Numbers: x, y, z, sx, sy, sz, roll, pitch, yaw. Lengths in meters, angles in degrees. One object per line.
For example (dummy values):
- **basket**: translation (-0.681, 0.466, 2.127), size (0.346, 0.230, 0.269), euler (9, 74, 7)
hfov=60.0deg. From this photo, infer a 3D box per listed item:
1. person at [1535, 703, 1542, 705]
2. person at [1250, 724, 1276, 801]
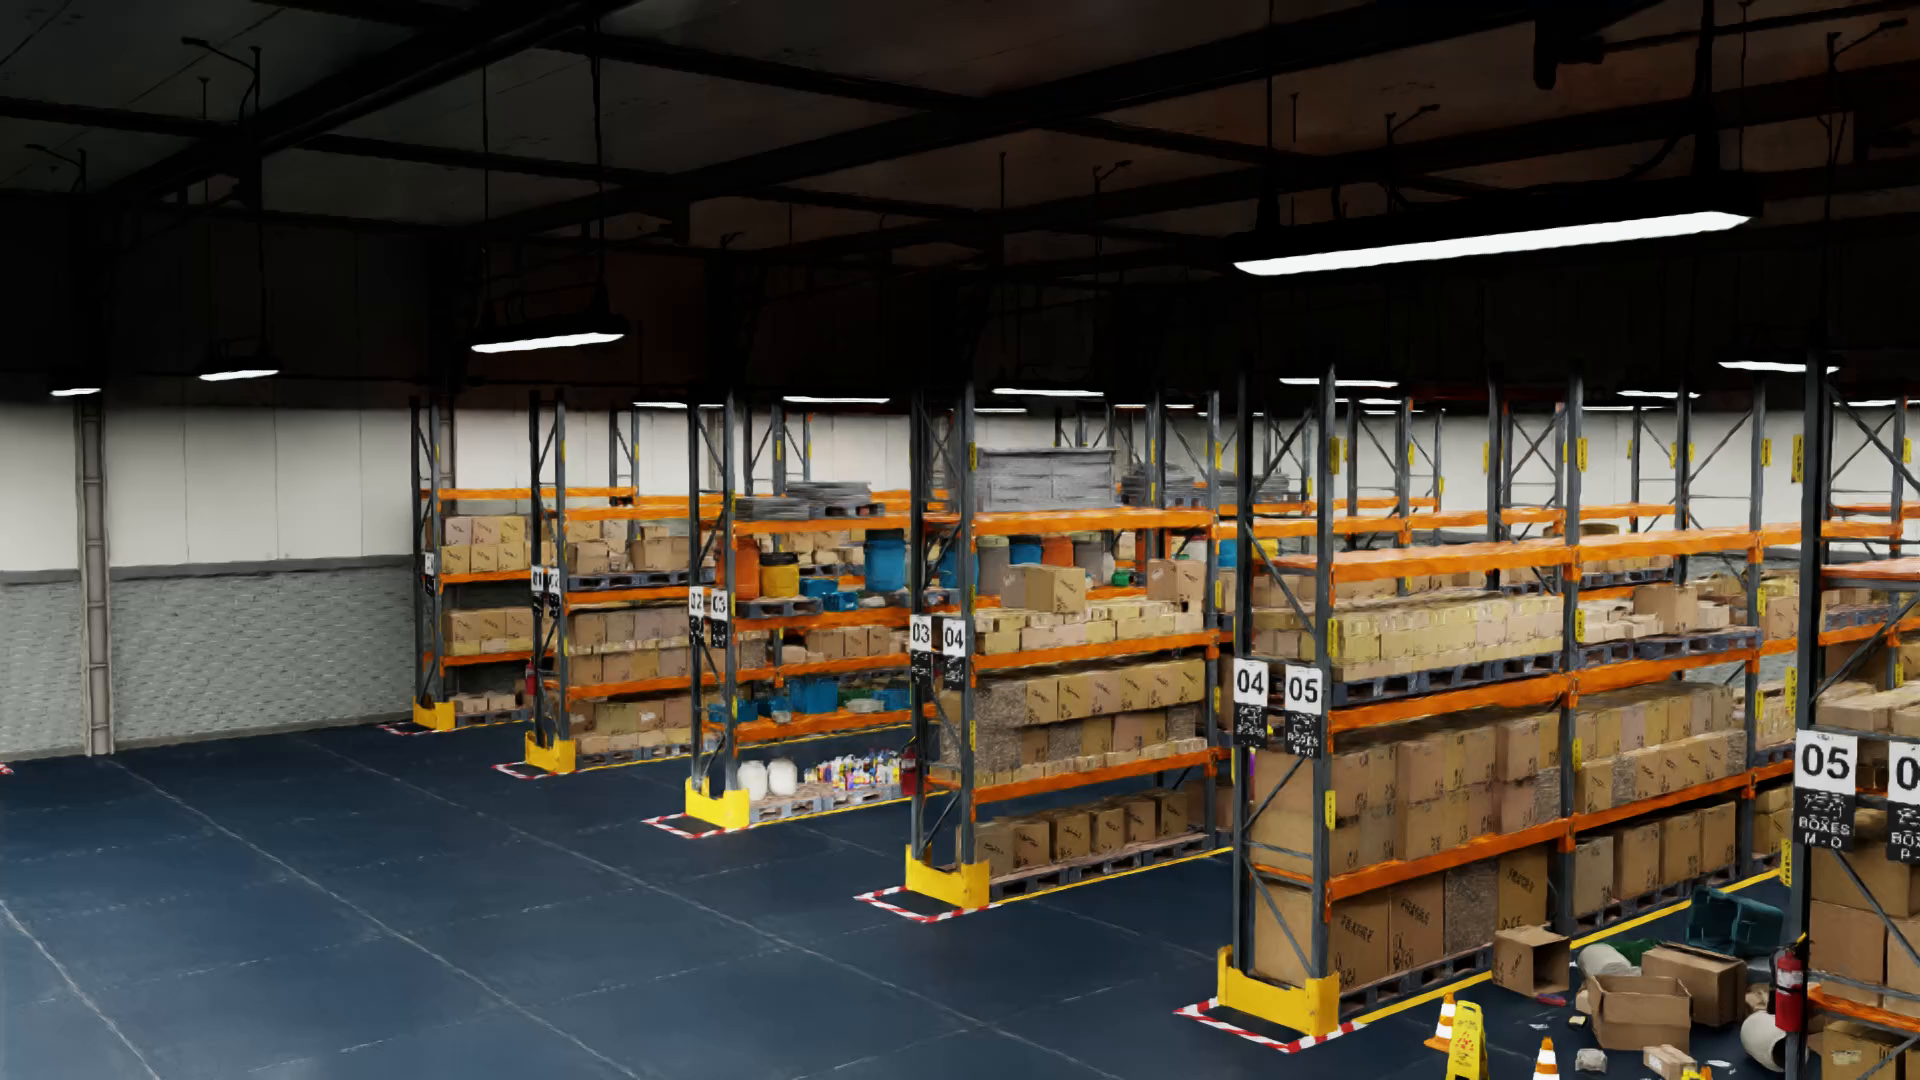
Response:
- **person**: translation (7.601, 2.995, 21.902), size (0.636, 1.721, 0.582), euler (-1, 3, -12)
- **person**: translation (3.672, 3.077, 20.059), size (0.464, 1.772, 0.645), euler (2, 4, 28)
